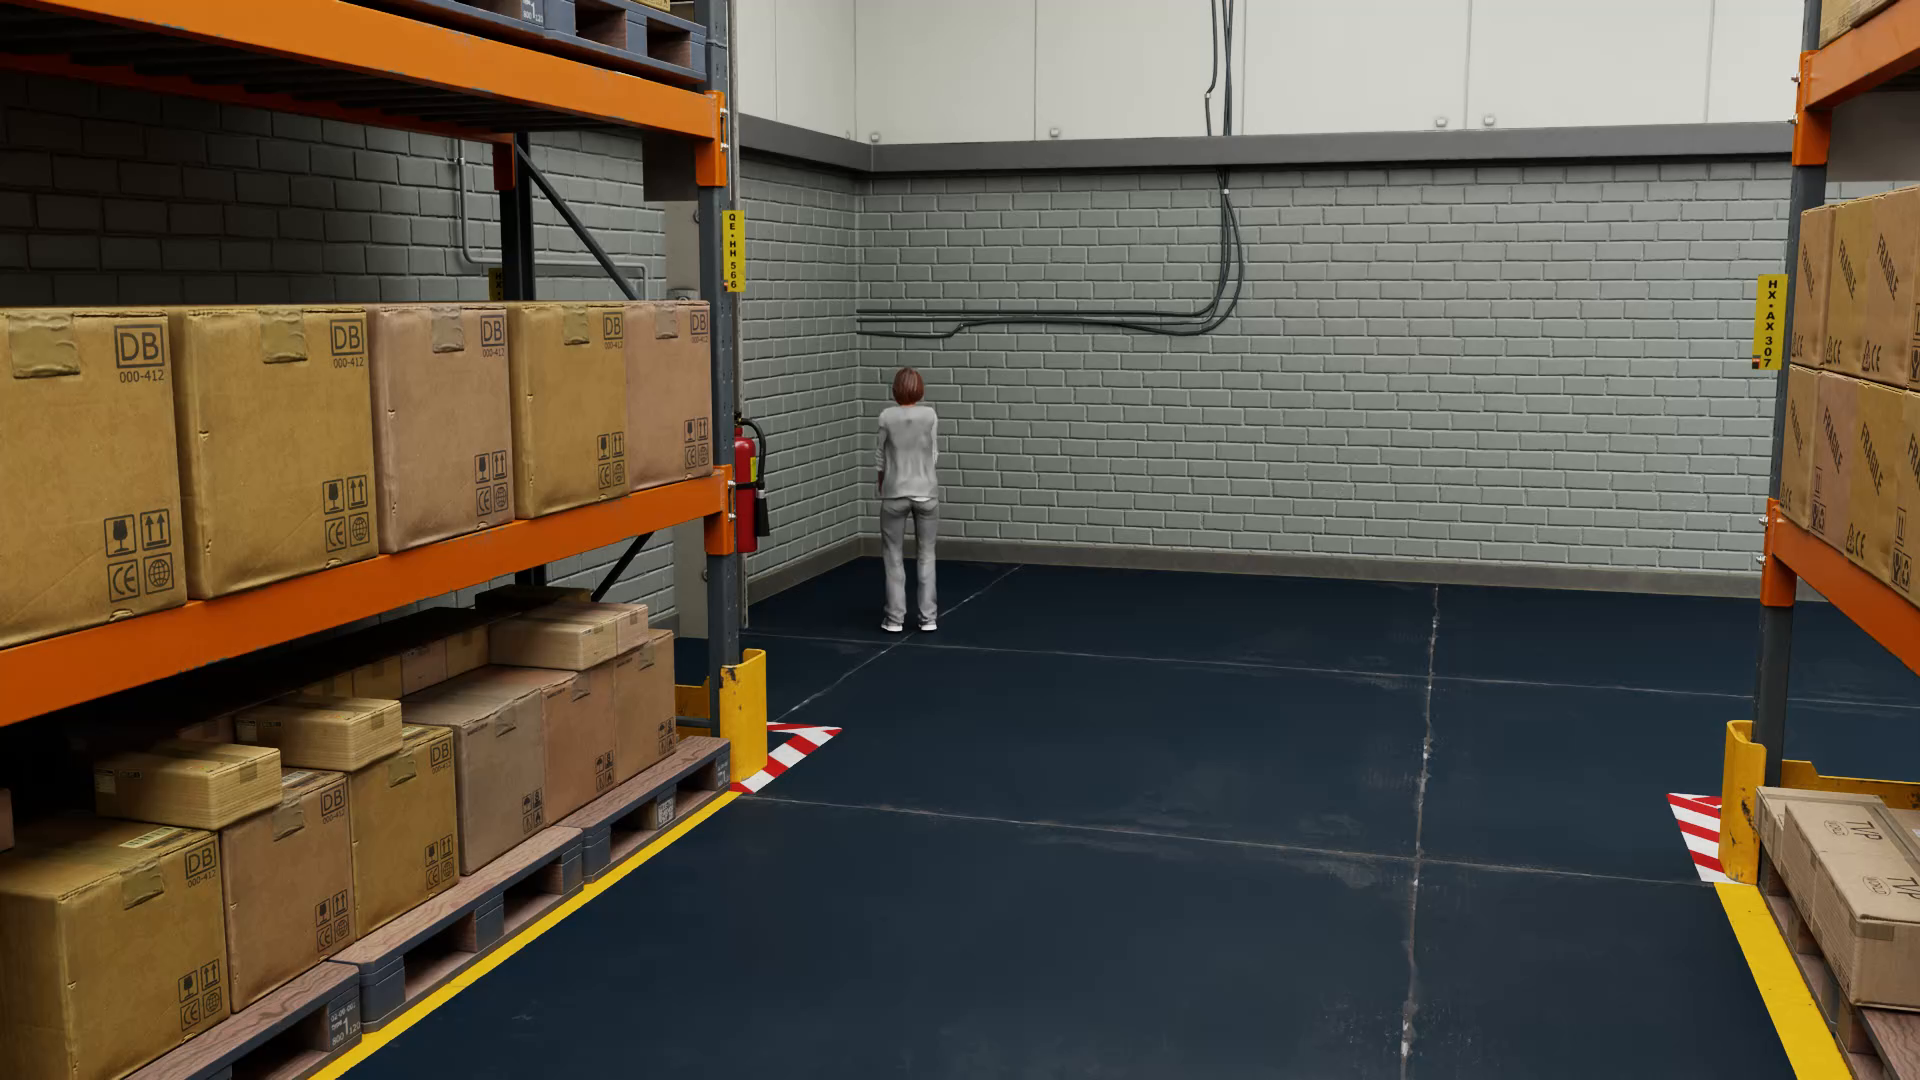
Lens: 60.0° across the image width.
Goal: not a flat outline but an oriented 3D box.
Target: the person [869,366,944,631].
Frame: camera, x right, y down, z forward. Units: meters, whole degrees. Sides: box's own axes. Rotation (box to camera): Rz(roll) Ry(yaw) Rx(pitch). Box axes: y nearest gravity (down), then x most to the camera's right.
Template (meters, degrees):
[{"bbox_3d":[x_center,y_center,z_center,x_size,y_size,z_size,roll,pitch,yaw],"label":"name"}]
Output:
[{"bbox_3d":[-0.316,-0.238,9.968,0.477,1.591,0.346,-2,9,-12],"label":"person"}]
